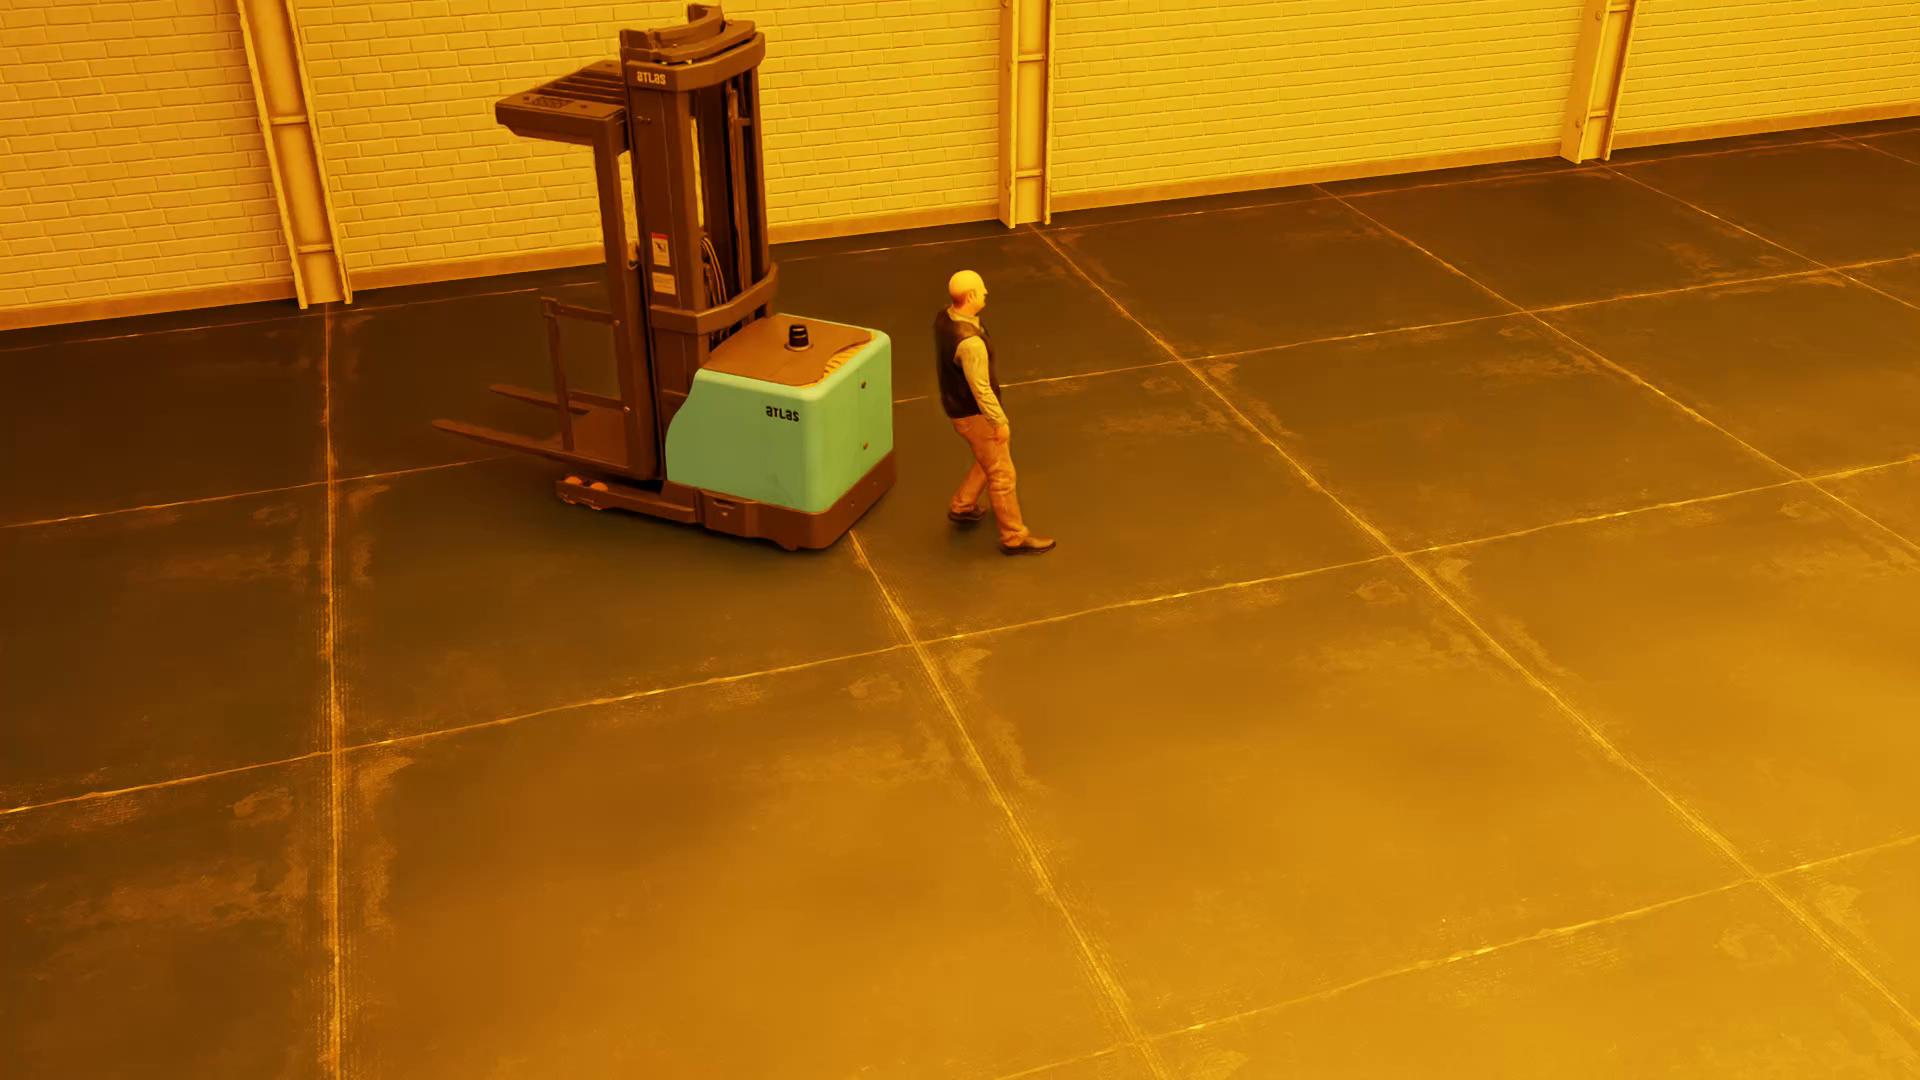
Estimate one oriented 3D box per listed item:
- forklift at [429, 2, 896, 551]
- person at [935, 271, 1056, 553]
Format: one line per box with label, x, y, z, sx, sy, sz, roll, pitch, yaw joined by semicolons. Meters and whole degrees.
forklift;-1.968;-1.684;10.014;3.031;2.935;1.130;13;32;21
person;0.203;-0.782;9.737;0.665;1.679;0.687;-4;30;-8
